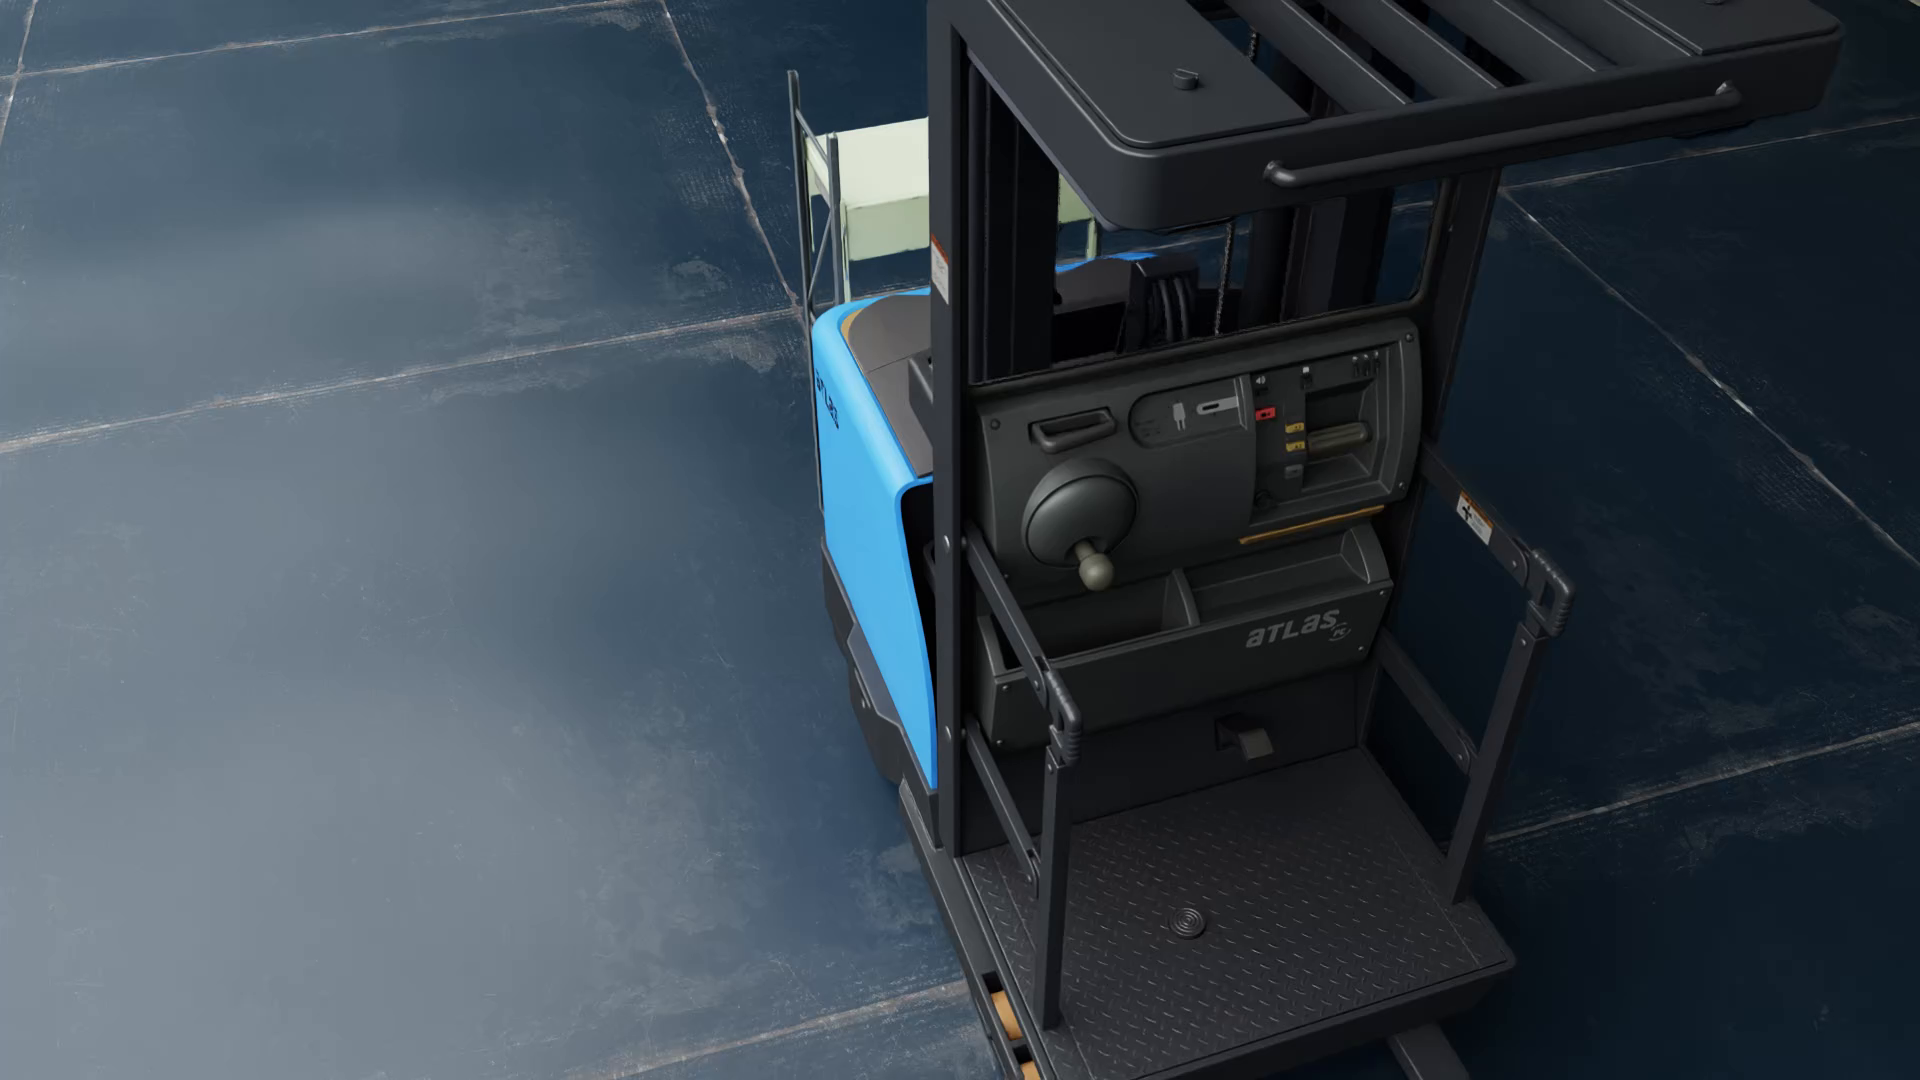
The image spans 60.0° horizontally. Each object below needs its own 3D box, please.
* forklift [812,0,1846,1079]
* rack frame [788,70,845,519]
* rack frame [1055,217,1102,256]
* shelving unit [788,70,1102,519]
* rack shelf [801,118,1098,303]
[{"bbox_3d":[0.561,-0.085,3.119,1.130,2.935,3.031,-13,43,-14],"label":"forklift"},{"bbox_3d":[-0.378,-0.551,4.741,0.023,1.500,0.400,-13,43,-15],"label":"rack frame"},{"bbox_3d":[0.311,-0.713,4.926,0.023,1.500,0.400,-13,43,-15],"label":"rack frame"},{"bbox_3d":[-0.033,-0.632,4.833,0.755,1.500,0.431,-13,43,-15],"label":"shelving unit"},{"bbox_3d":[-0.033,-0.926,4.577,0.720,0.370,0.431,-13,43,-15],"label":"rack shelf"}]
